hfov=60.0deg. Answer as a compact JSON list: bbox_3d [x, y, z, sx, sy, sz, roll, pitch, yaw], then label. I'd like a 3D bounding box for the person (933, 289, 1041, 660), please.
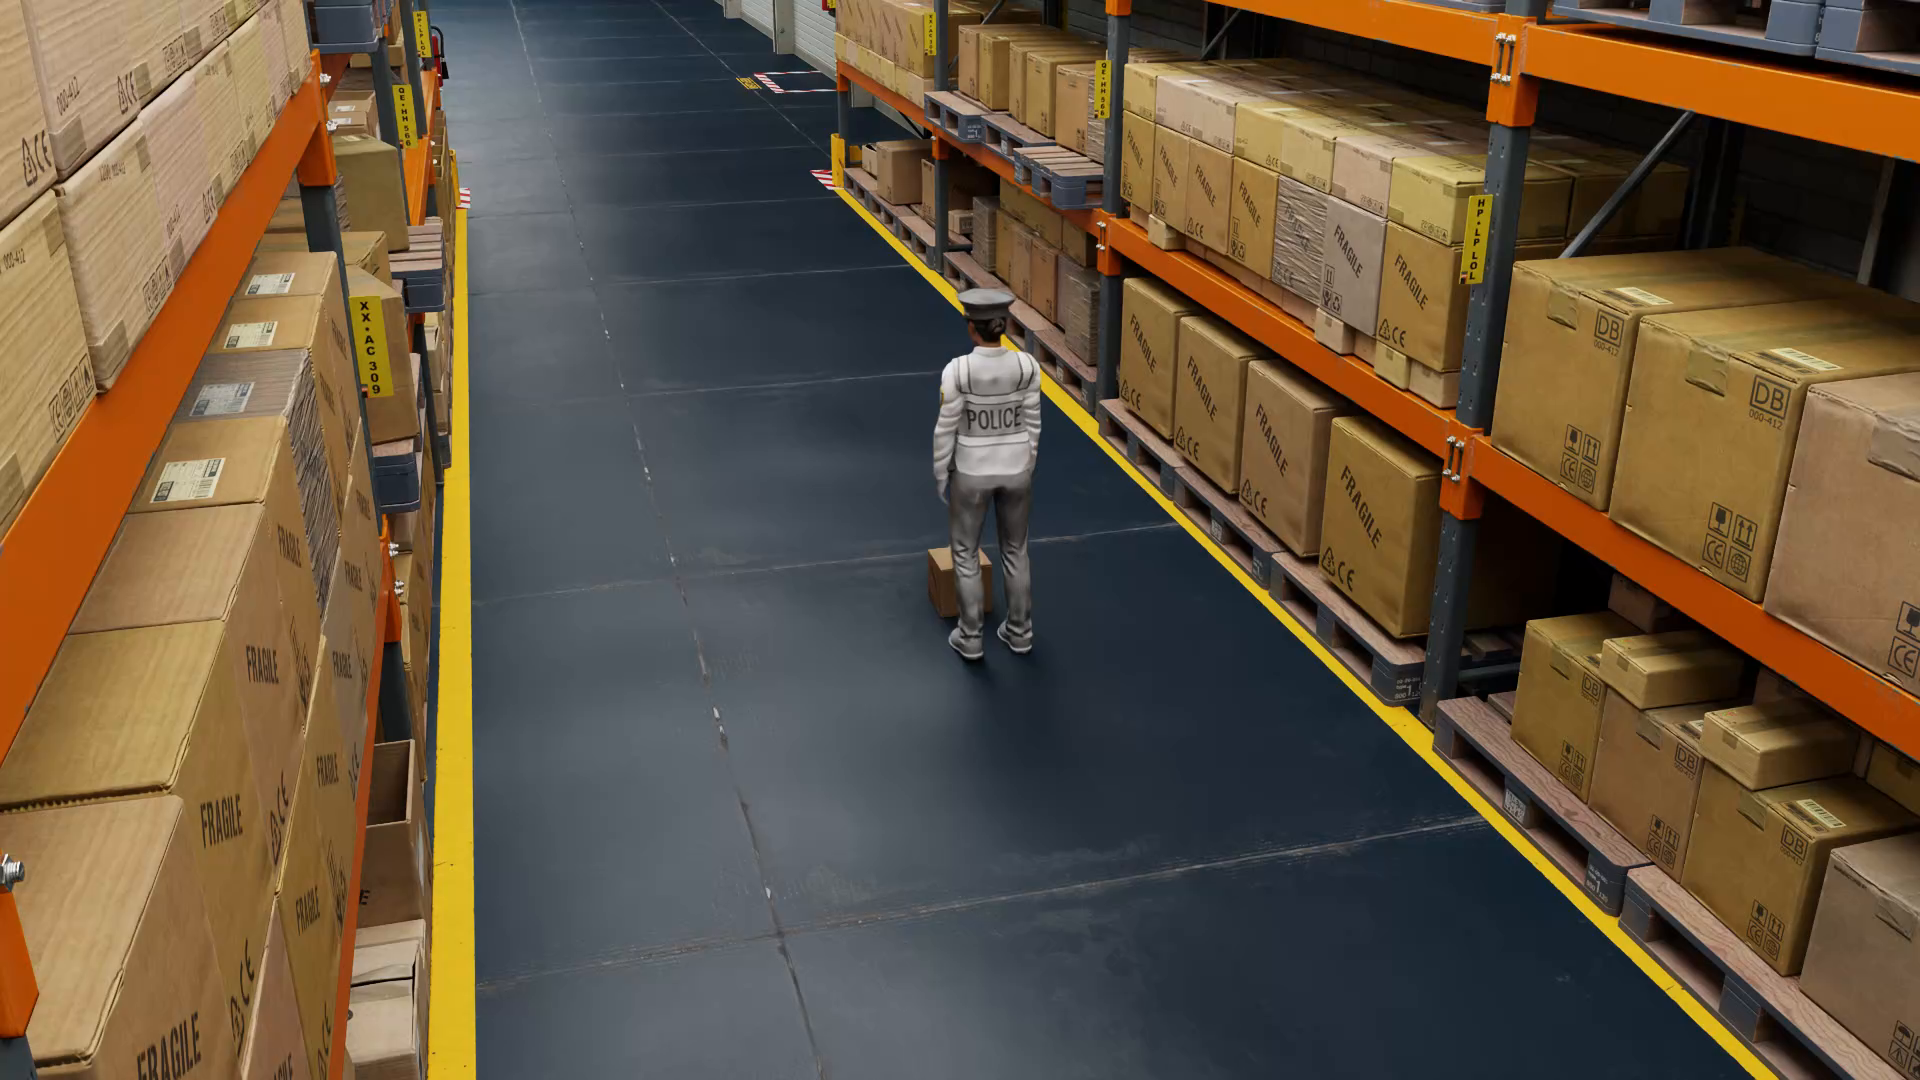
[{"bbox_3d":[0.113,-0.273,7.246,0.471,1.661,0.327,-6,24,-13],"label":"person"}]
